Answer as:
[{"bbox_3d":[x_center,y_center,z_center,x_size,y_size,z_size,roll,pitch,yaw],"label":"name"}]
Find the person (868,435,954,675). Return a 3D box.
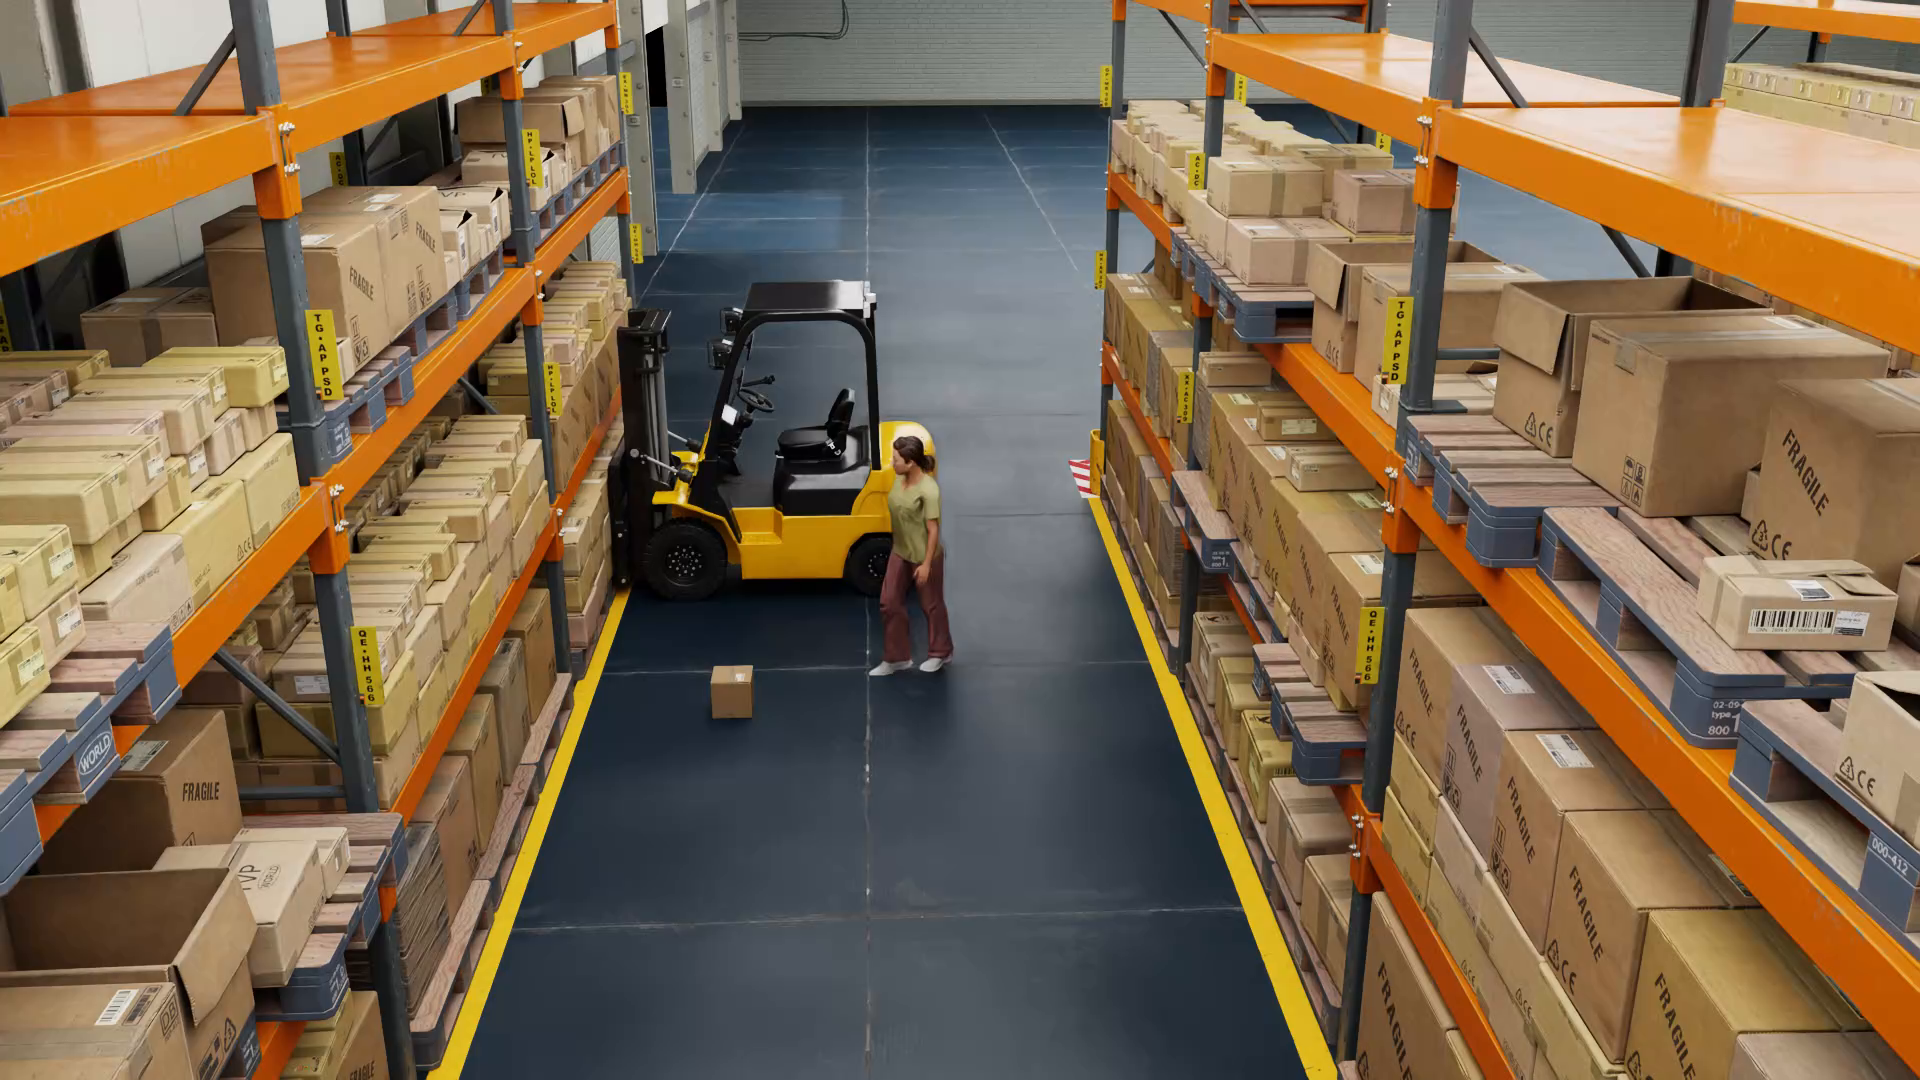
[{"bbox_3d":[-0.267,0.115,10.802,0.523,1.713,0.494,-19,27,-40],"label":"person"}]
